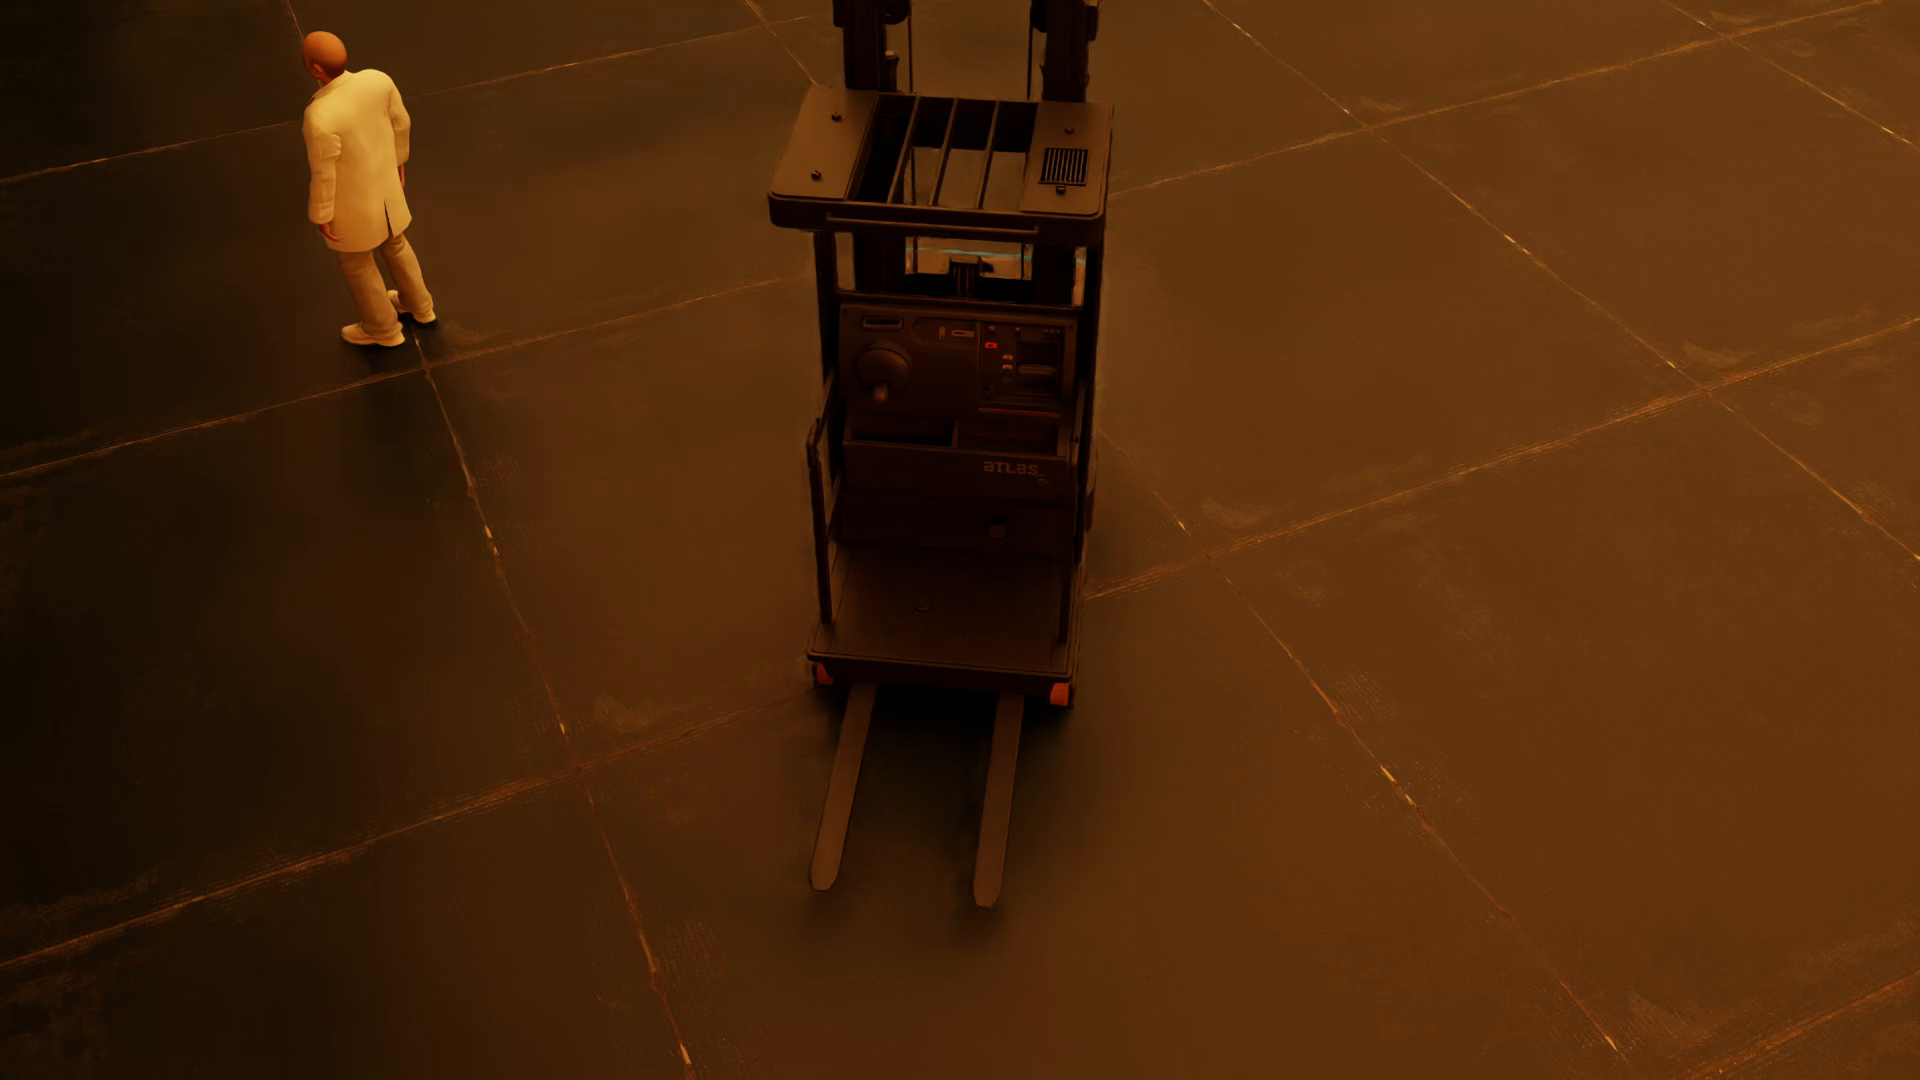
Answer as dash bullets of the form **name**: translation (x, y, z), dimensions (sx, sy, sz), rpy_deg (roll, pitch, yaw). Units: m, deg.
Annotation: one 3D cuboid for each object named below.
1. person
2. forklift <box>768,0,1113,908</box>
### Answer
- **person**: translation (-3.072, -1.773, 8.432), dimensions (0.507, 1.791, 0.684), rpy_deg (22, 47, 22)
- **forklift**: translation (-0.035, -0.620, 6.344), dimensions (1.130, 2.935, 3.031), rpy_deg (5, 43, 5)
